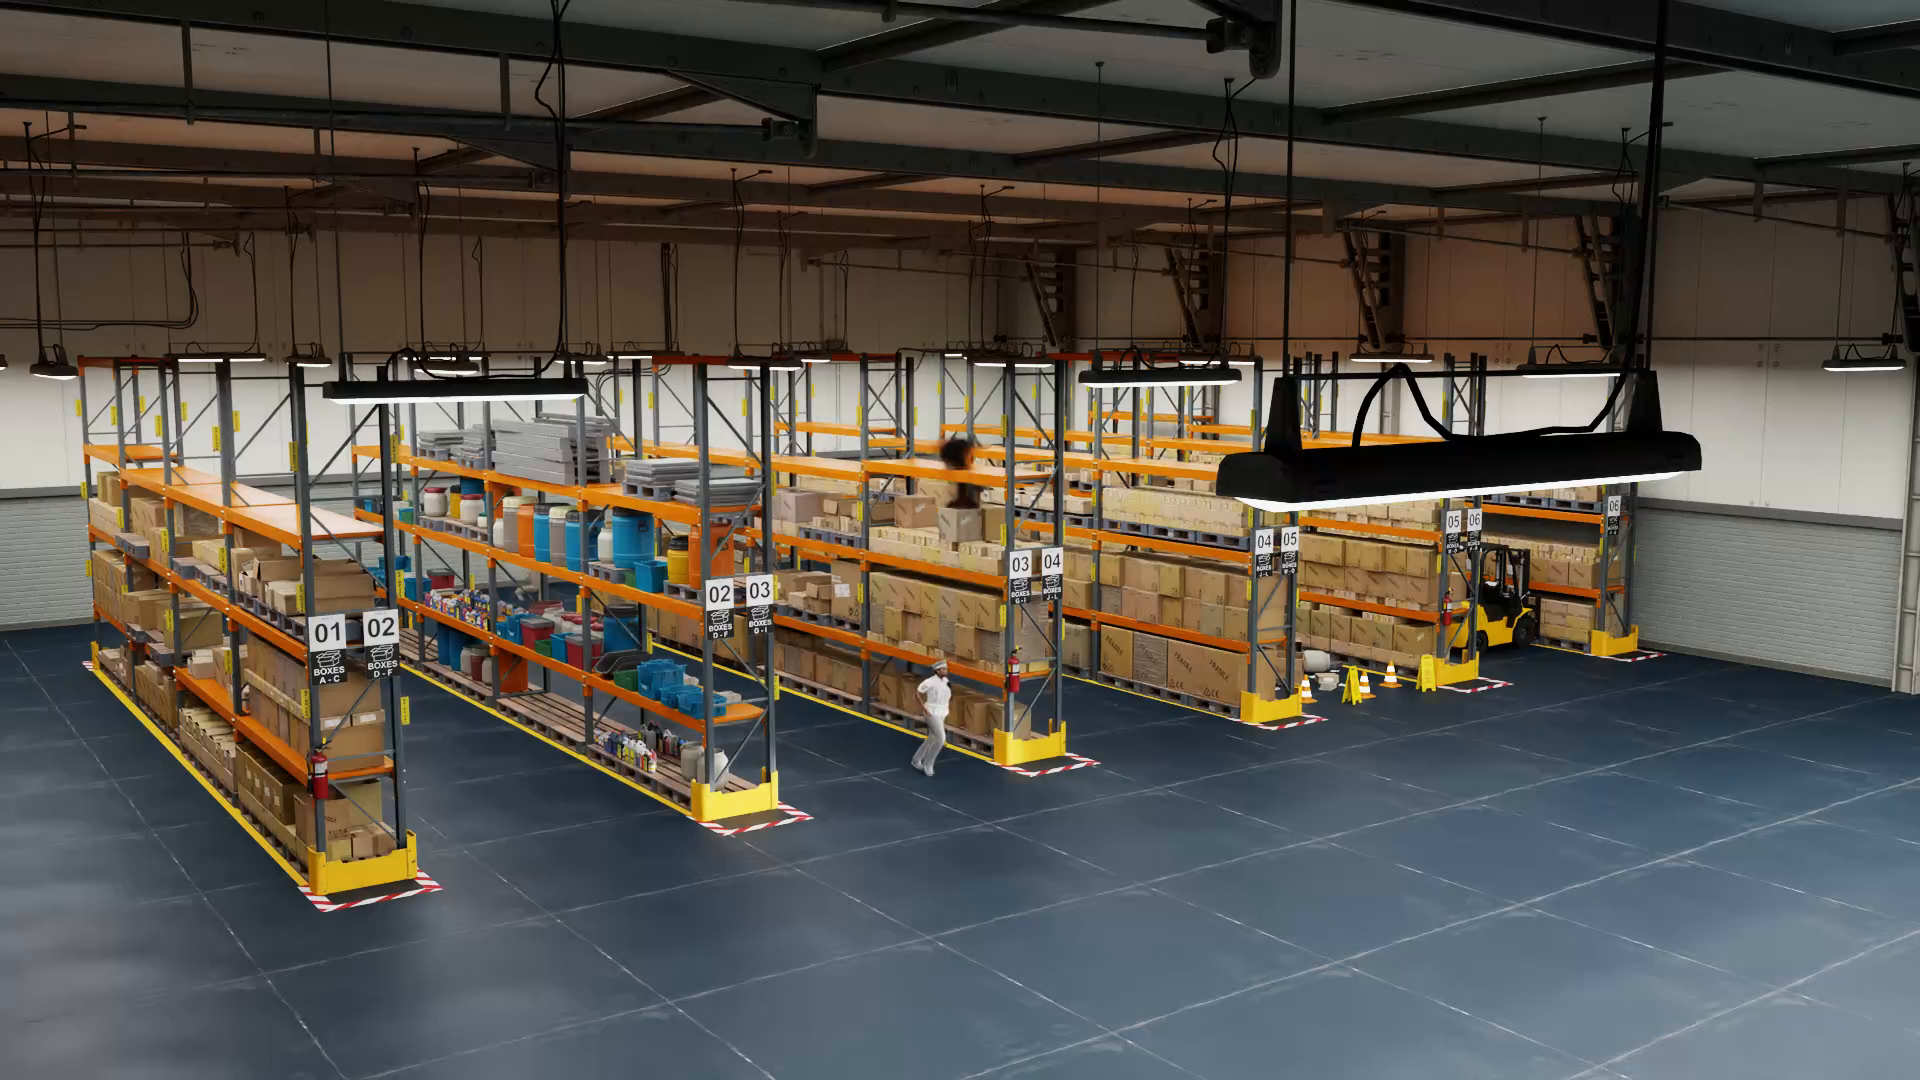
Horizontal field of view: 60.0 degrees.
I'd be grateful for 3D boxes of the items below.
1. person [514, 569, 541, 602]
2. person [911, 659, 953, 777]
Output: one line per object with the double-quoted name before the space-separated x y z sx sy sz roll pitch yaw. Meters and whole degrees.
"person" -10.125 0.744 39.390 0.849 1.722 0.689 -1 7 -11
"person" -0.383 2.579 24.366 0.663 1.691 0.638 5 9 37
